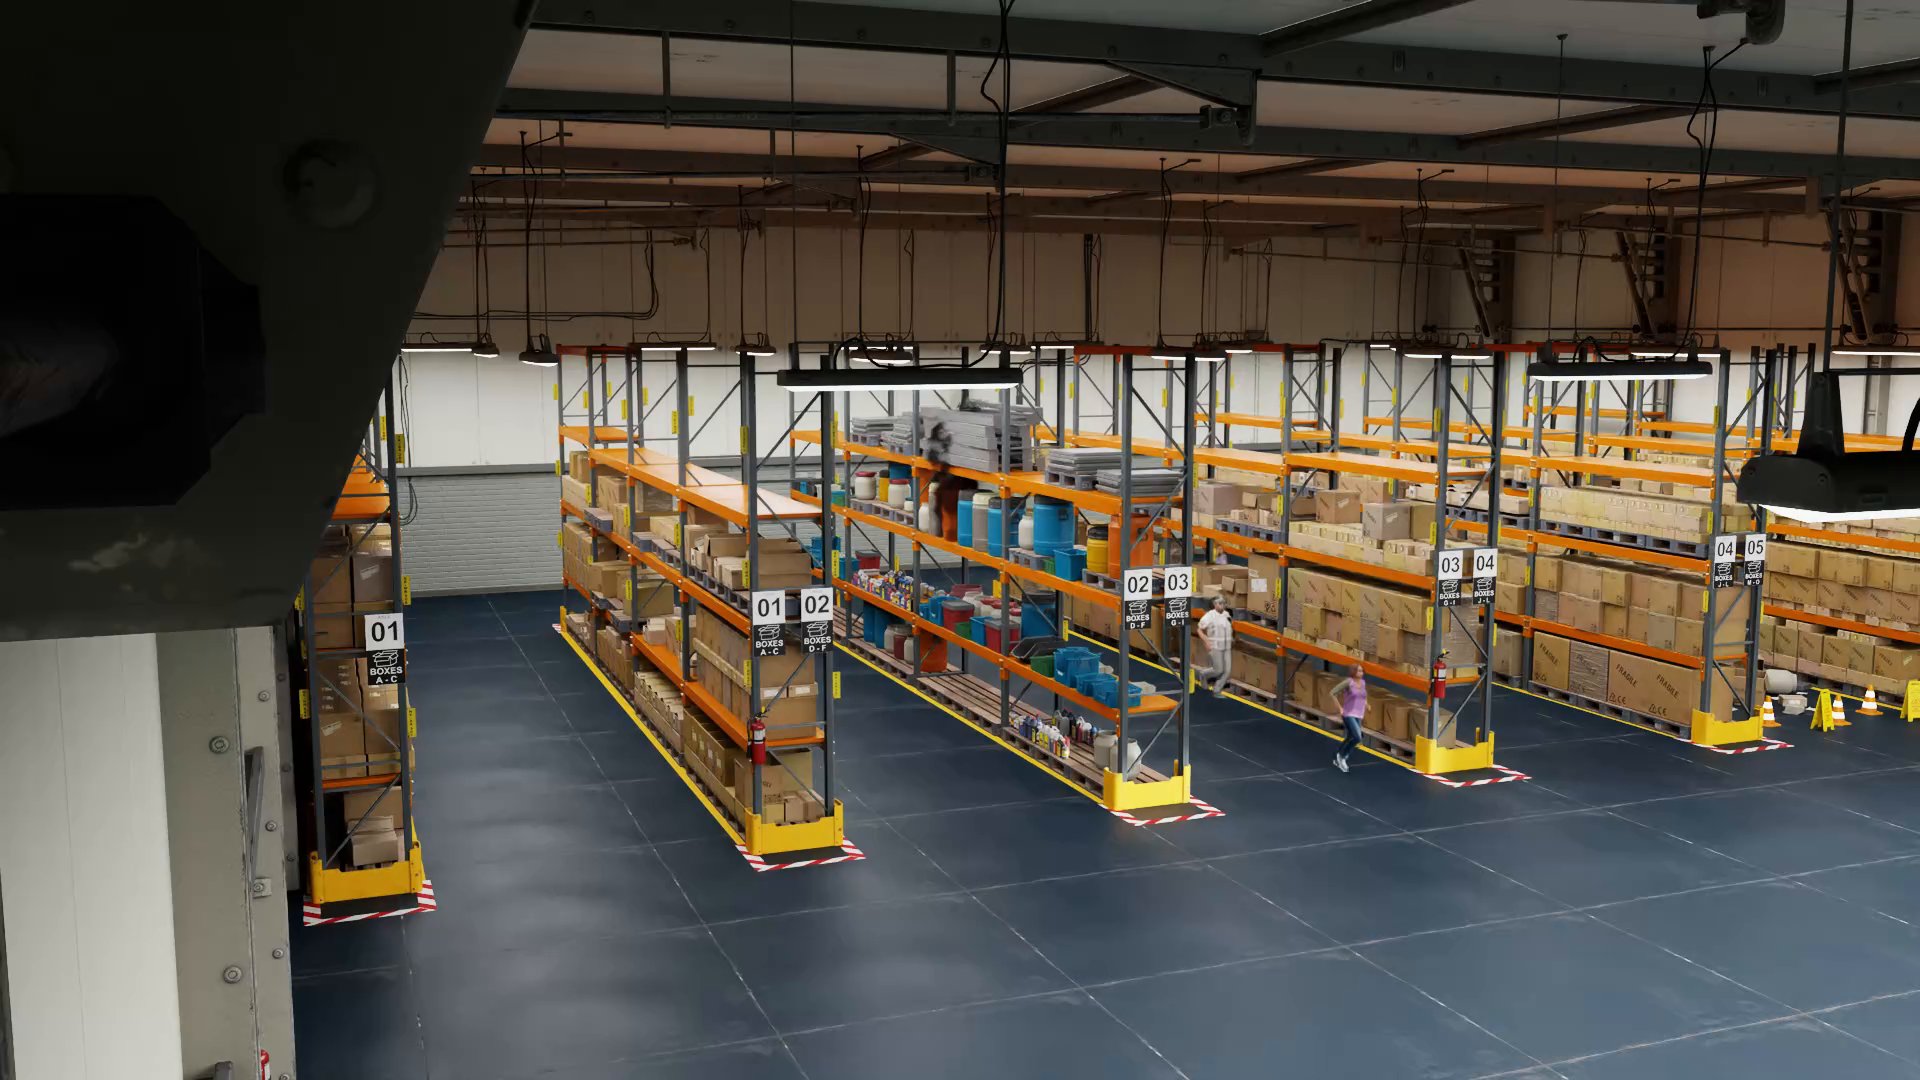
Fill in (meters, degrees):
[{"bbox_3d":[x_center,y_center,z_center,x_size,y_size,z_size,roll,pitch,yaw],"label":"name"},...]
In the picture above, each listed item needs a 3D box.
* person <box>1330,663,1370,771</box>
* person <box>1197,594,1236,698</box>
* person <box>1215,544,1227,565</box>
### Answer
[{"bbox_3d":[5.623,2.532,23.828,0.513,1.553,0.622,-4,8,-31],"label":"person"},{"bbox_3d":[4.229,1.730,27.212,0.664,1.723,0.601,-4,8,-28],"label":"person"},{"bbox_3d":[5.688,0.872,36.607,0.637,1.599,0.754,-3,8,-21],"label":"person"}]
